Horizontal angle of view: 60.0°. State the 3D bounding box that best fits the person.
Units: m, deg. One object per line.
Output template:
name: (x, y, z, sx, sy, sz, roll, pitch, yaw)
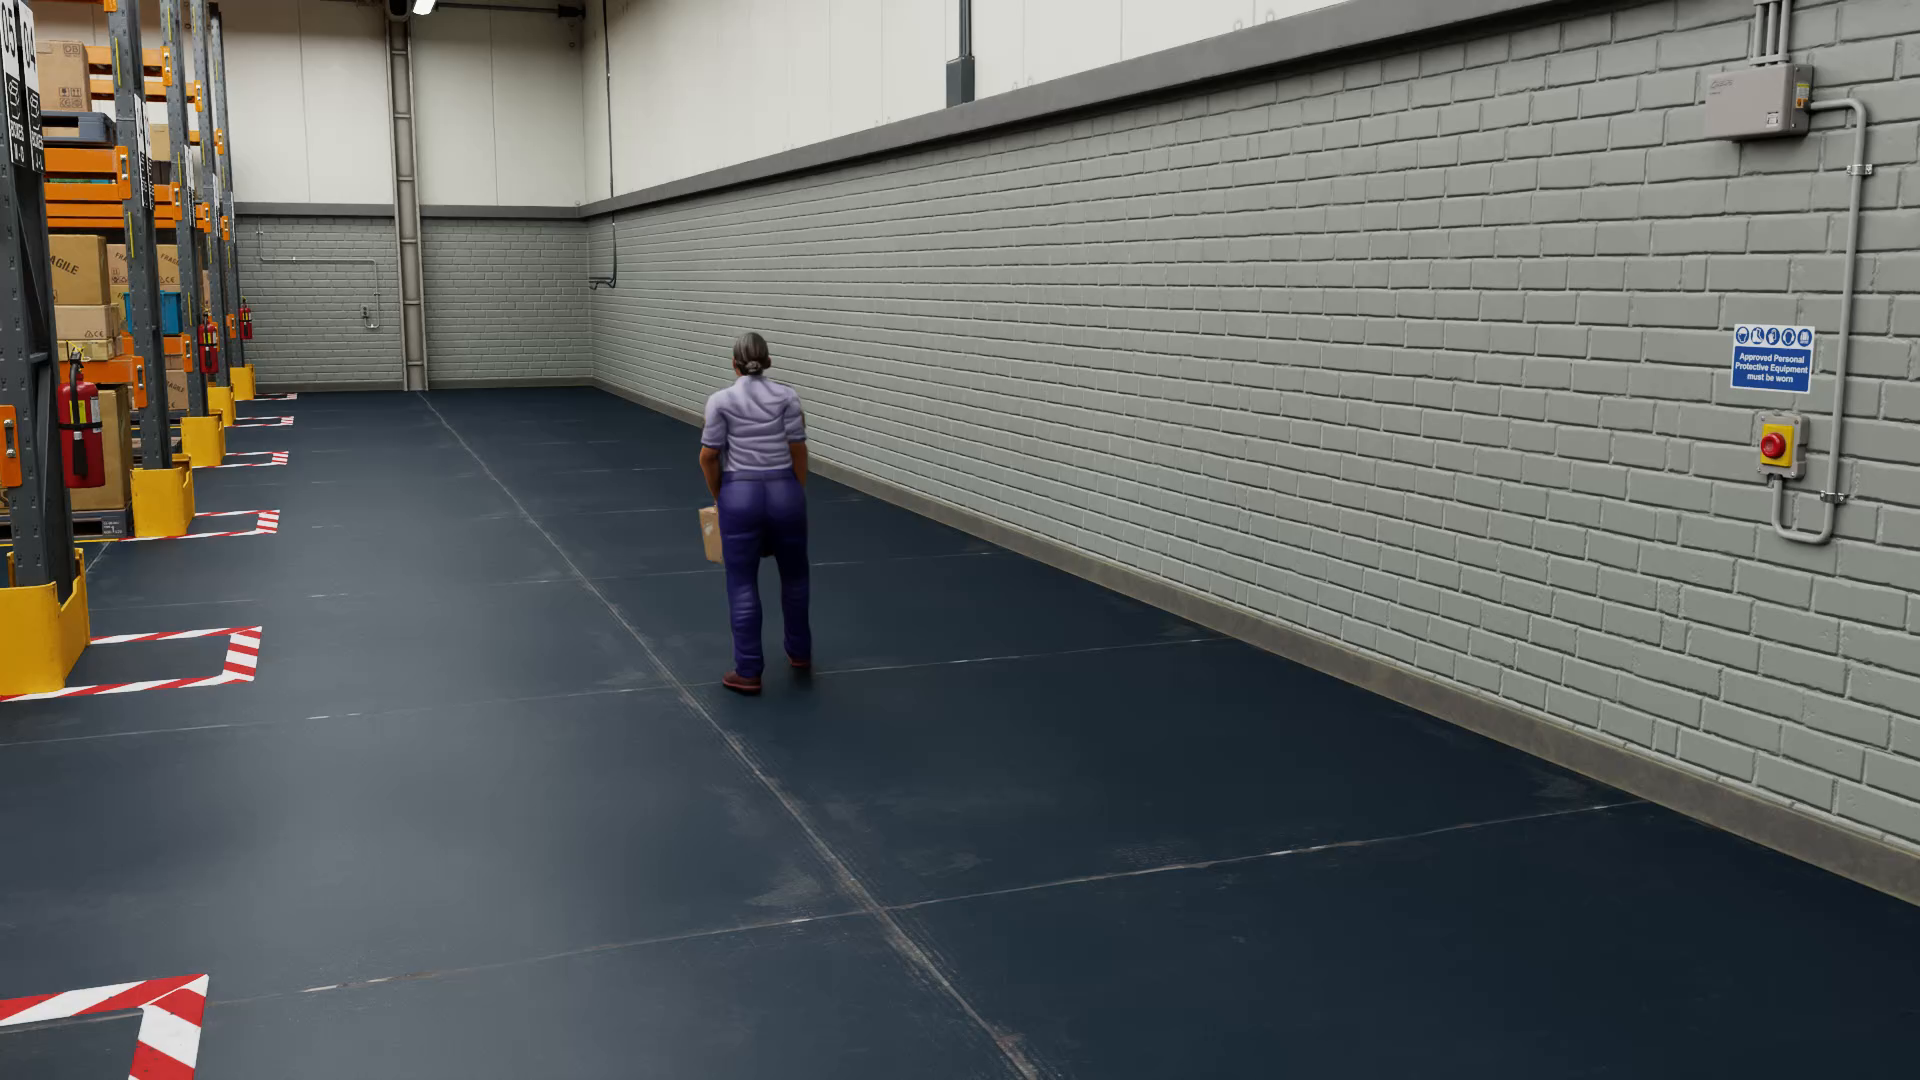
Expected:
person: (-0.948, -0.155, 7.844, 0.552, 1.641, 0.663, -2, 9, -13)
